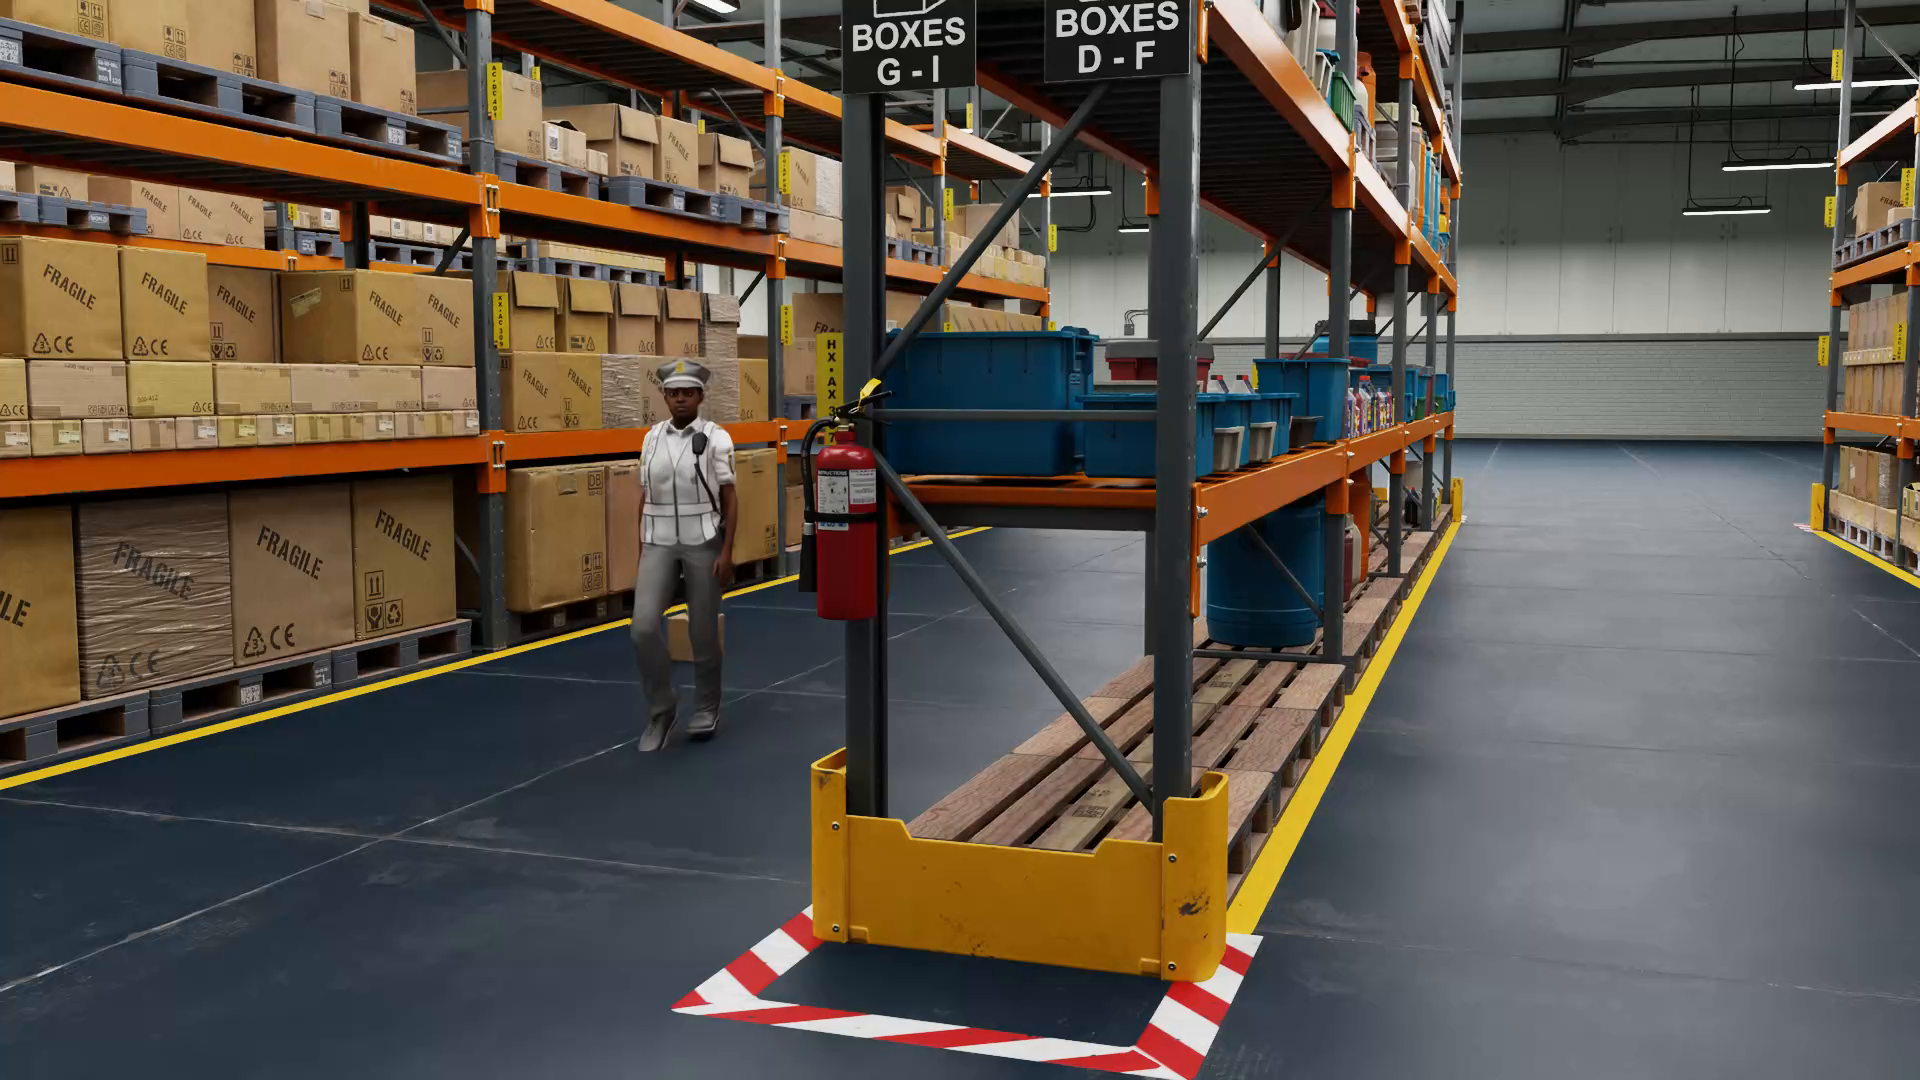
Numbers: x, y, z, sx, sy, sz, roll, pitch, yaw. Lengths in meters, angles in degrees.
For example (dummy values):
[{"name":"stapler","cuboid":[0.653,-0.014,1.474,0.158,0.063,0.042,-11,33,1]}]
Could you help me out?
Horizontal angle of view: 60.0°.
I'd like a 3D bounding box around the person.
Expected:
[{"name":"person","cuboid":[-1.228,0.080,7.411,0.483,1.750,0.516,0,5,4]}]
